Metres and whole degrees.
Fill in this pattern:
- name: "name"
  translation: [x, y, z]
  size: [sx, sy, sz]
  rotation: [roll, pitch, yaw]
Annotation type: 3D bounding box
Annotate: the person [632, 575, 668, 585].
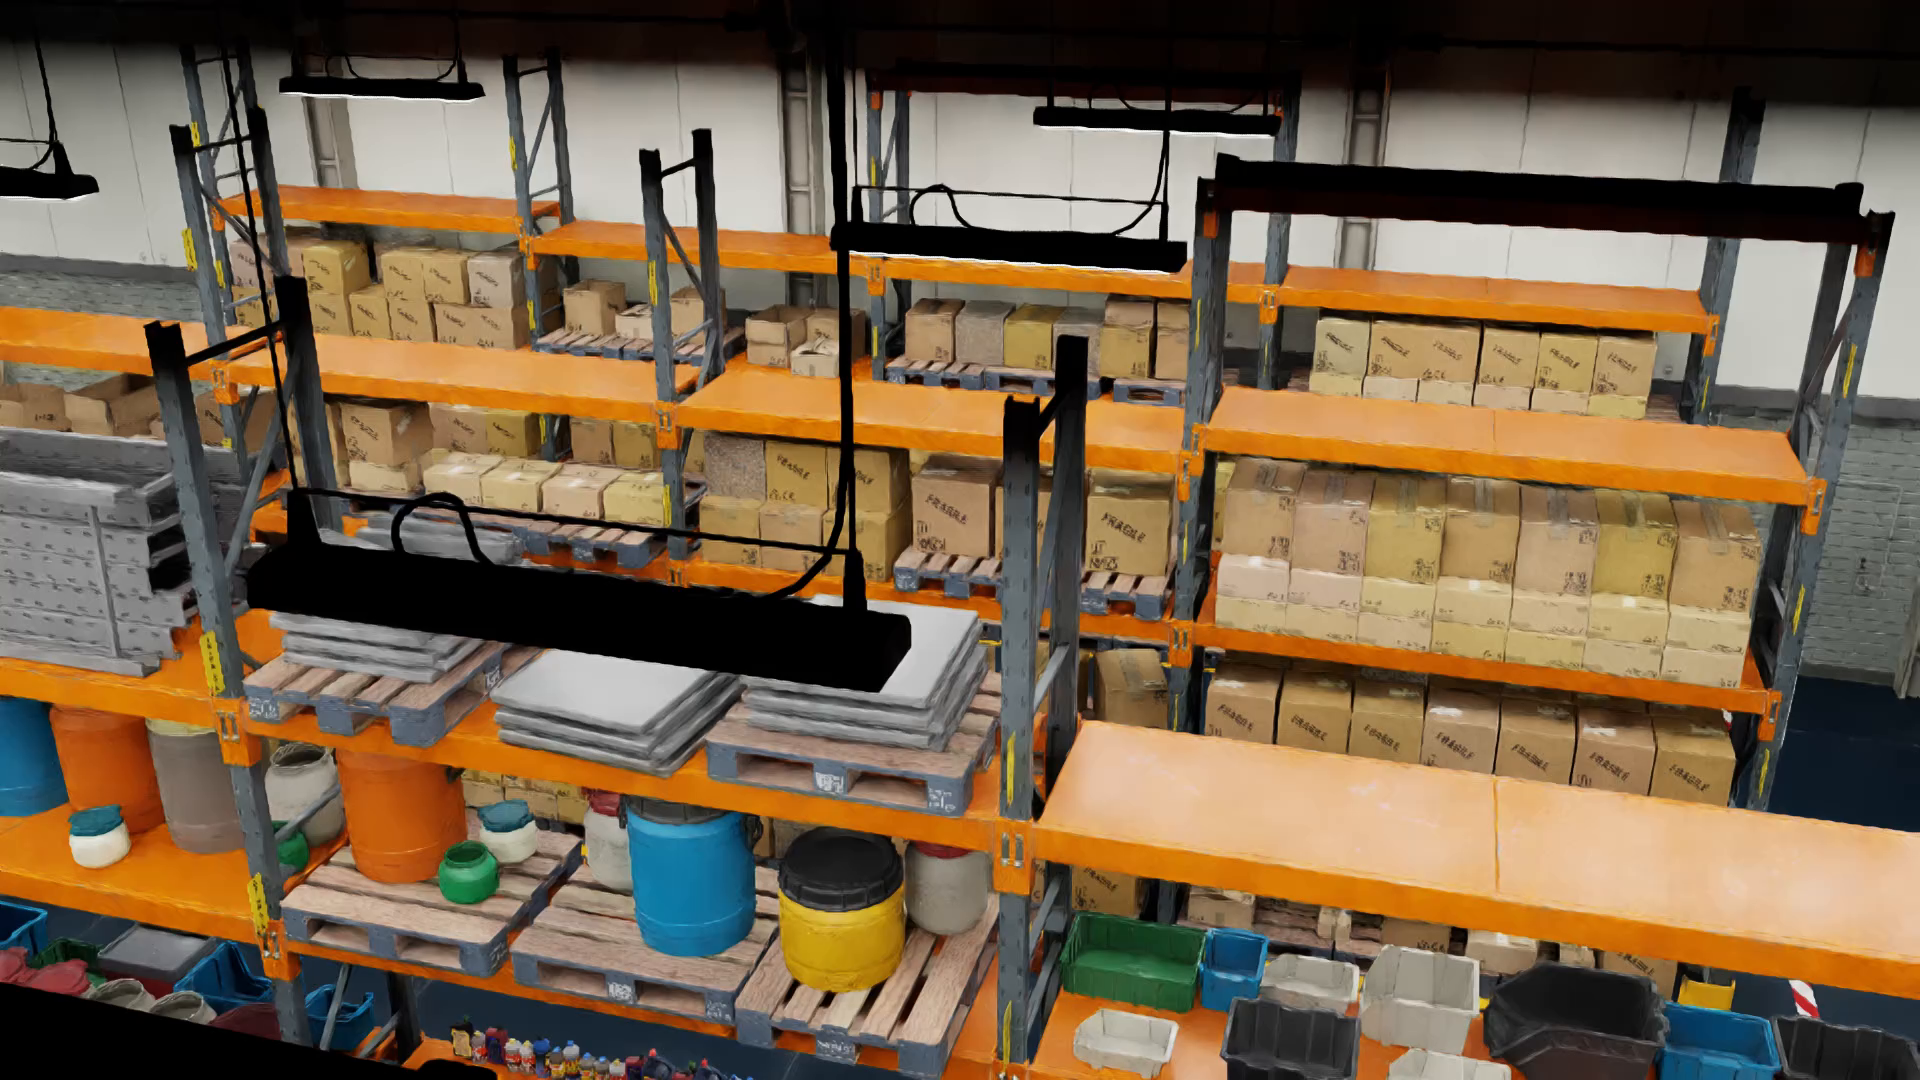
- name: "person"
  translation: [-2.843, 1.050, 16.010]
  size: [0.546, 1.733, 0.712]
  rotation: [6, 23, 14]
